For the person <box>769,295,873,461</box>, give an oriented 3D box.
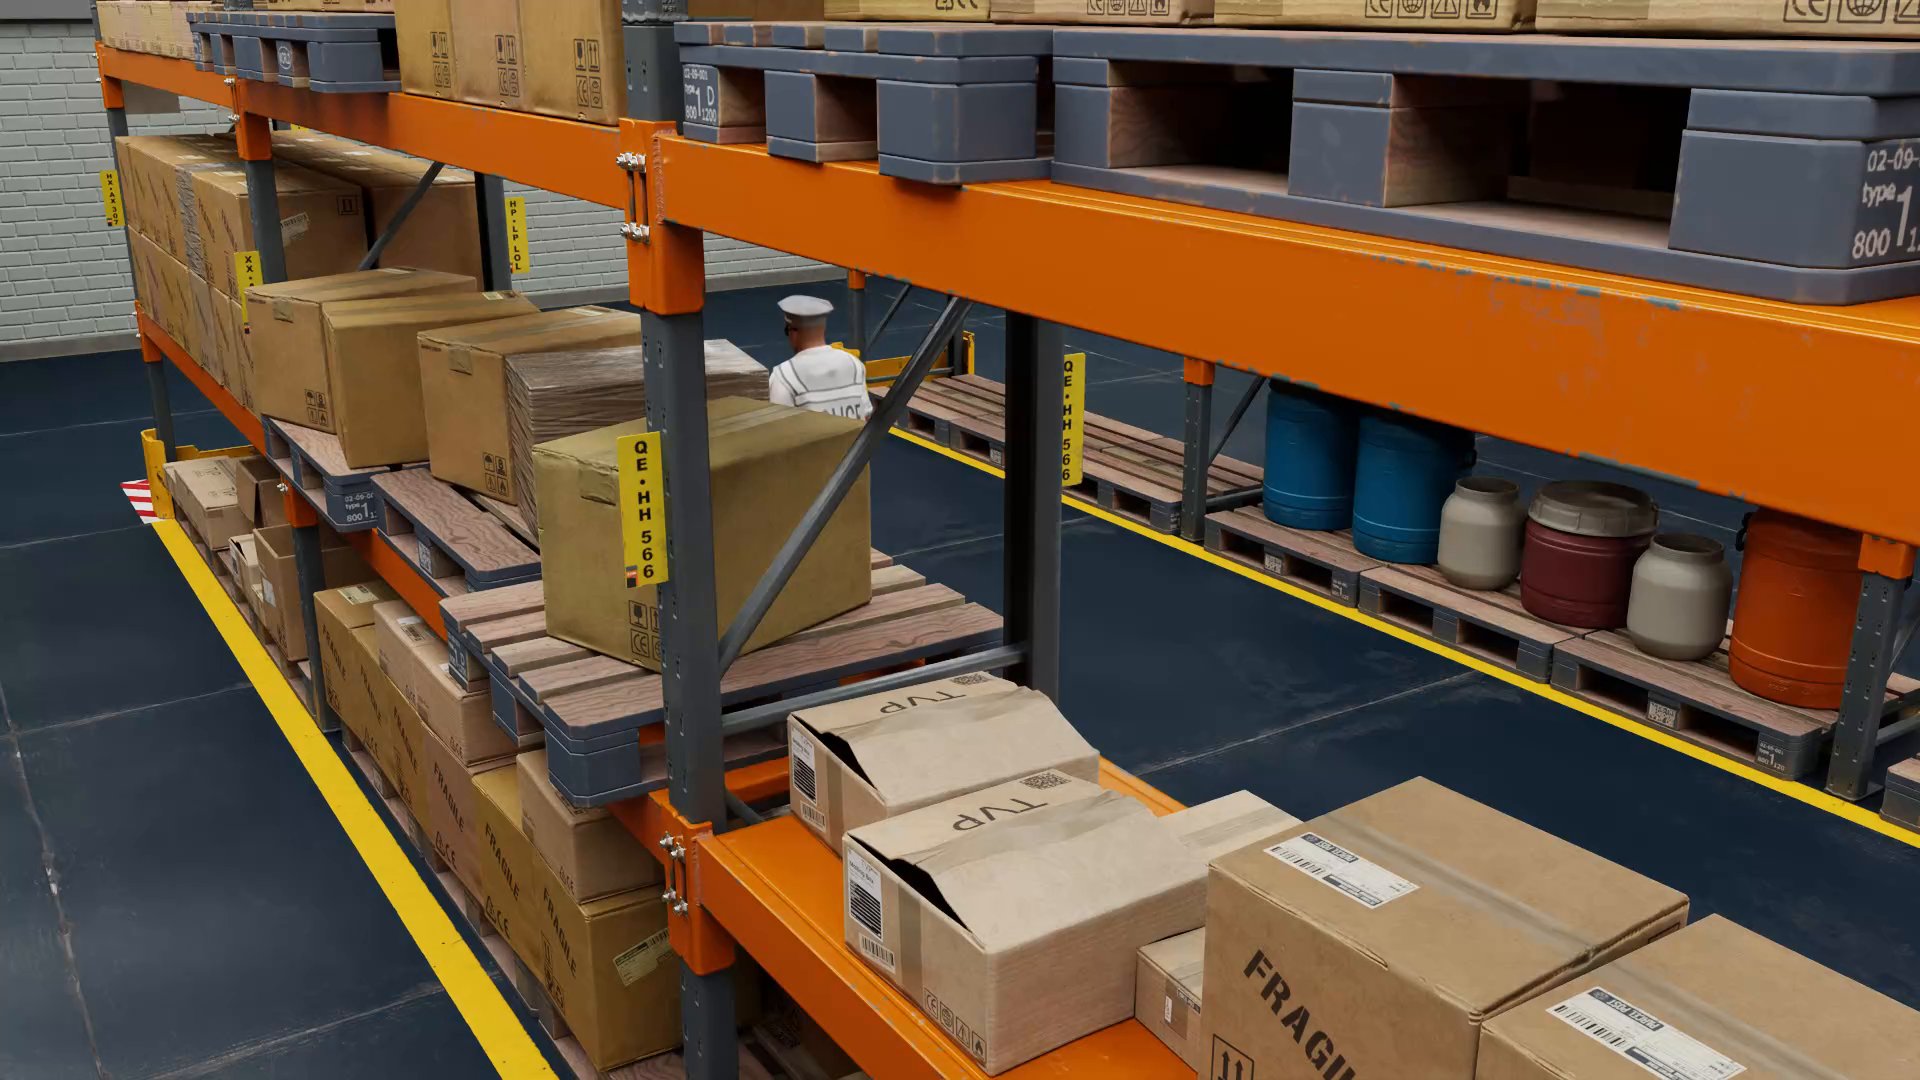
[{"bbox_3d":[-0.659,-0.260,7.834,0.561,1.754,0.434,-12,22,-33],"label":"person"}]
